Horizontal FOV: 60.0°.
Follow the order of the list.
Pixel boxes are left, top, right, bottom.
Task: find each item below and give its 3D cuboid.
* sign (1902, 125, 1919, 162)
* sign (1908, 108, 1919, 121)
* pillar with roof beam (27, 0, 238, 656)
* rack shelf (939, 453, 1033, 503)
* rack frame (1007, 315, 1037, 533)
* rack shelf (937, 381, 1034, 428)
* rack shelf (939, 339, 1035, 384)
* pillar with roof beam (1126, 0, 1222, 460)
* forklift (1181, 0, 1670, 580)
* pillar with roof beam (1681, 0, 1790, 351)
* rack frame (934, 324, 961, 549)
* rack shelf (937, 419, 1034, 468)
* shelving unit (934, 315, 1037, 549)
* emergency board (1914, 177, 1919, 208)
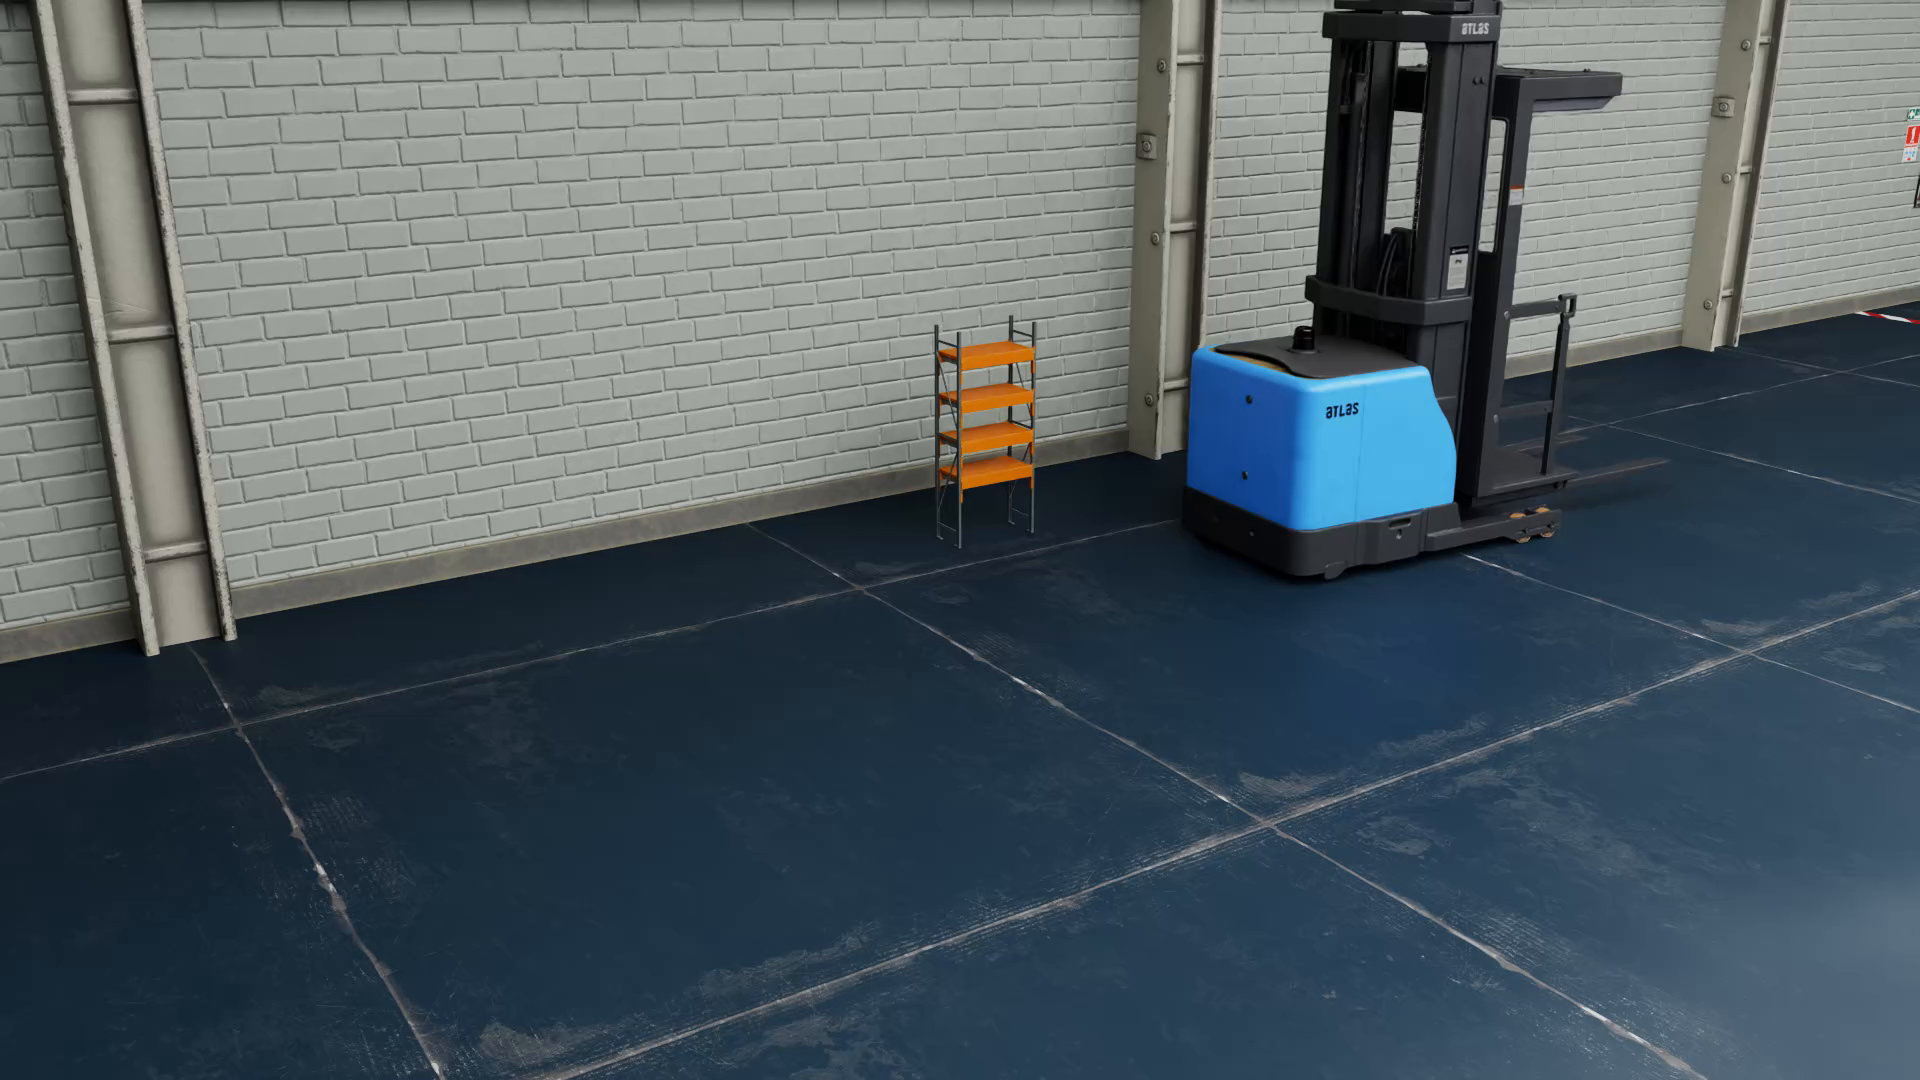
[{"bbox_3d":[8.764,-3.653,15.310,0.234,0.329,0.001,-12,22,-31],"label":"sign"},{"bbox_3d":[8.772,-3.902,15.221,0.331,0.109,0.001,-12,22,-31],"label":"sign"},{"bbox_3d":[-1.299,-2.651,3.035,0.400,9.000,9.100,-12,22,-31],"label":"pillar with roof beam"},{"bbox_3d":[0.138,-0.346,9.224,0.480,0.148,0.258,-12,22,-31],"label":"rack shelf"},{"bbox_3d":[0.342,-0.641,9.266,0.015,1.200,0.240,-12,22,-31],"label":"rack frame"},{"bbox_3d":[0.138,-0.746,9.089,0.480,0.148,0.258,-12,22,-31],"label":"rack shelf"},{"bbox_3d":[0.138,-0.970,9.013,0.480,0.148,0.258,-12,22,-31],"label":"rack shelf"},{"bbox_3d":[3.713,-3.708,6.161,0.400,9.000,9.100,-12,22,-31],"label":"pillar with roof beam"},{"bbox_3d":[2.772,-1.508,9.127,3.031,2.935,1.130,-10,21,-28],"label":"forklift"},{"bbox_3d":[8.724,-4.764,9.287,0.400,9.000,9.100,-12,22,-31],"label":"pillar with roof beam"},{"bbox_3d":[-0.066,-0.555,9.012,0.015,1.200,0.240,-12,22,-31],"label":"rack frame"},{"bbox_3d":[0.138,-0.534,9.160,0.480,0.148,0.258,-12,22,-31],"label":"rack shelf"},{"bbox_3d":[0.138,-0.598,9.139,0.503,1.200,0.258,-12,22,-31],"label":"shelving unit"},{"bbox_3d":[9.265,-3.709,15.532,0.626,1.169,0.157,-12,22,-31],"label":"emergency board"}]
